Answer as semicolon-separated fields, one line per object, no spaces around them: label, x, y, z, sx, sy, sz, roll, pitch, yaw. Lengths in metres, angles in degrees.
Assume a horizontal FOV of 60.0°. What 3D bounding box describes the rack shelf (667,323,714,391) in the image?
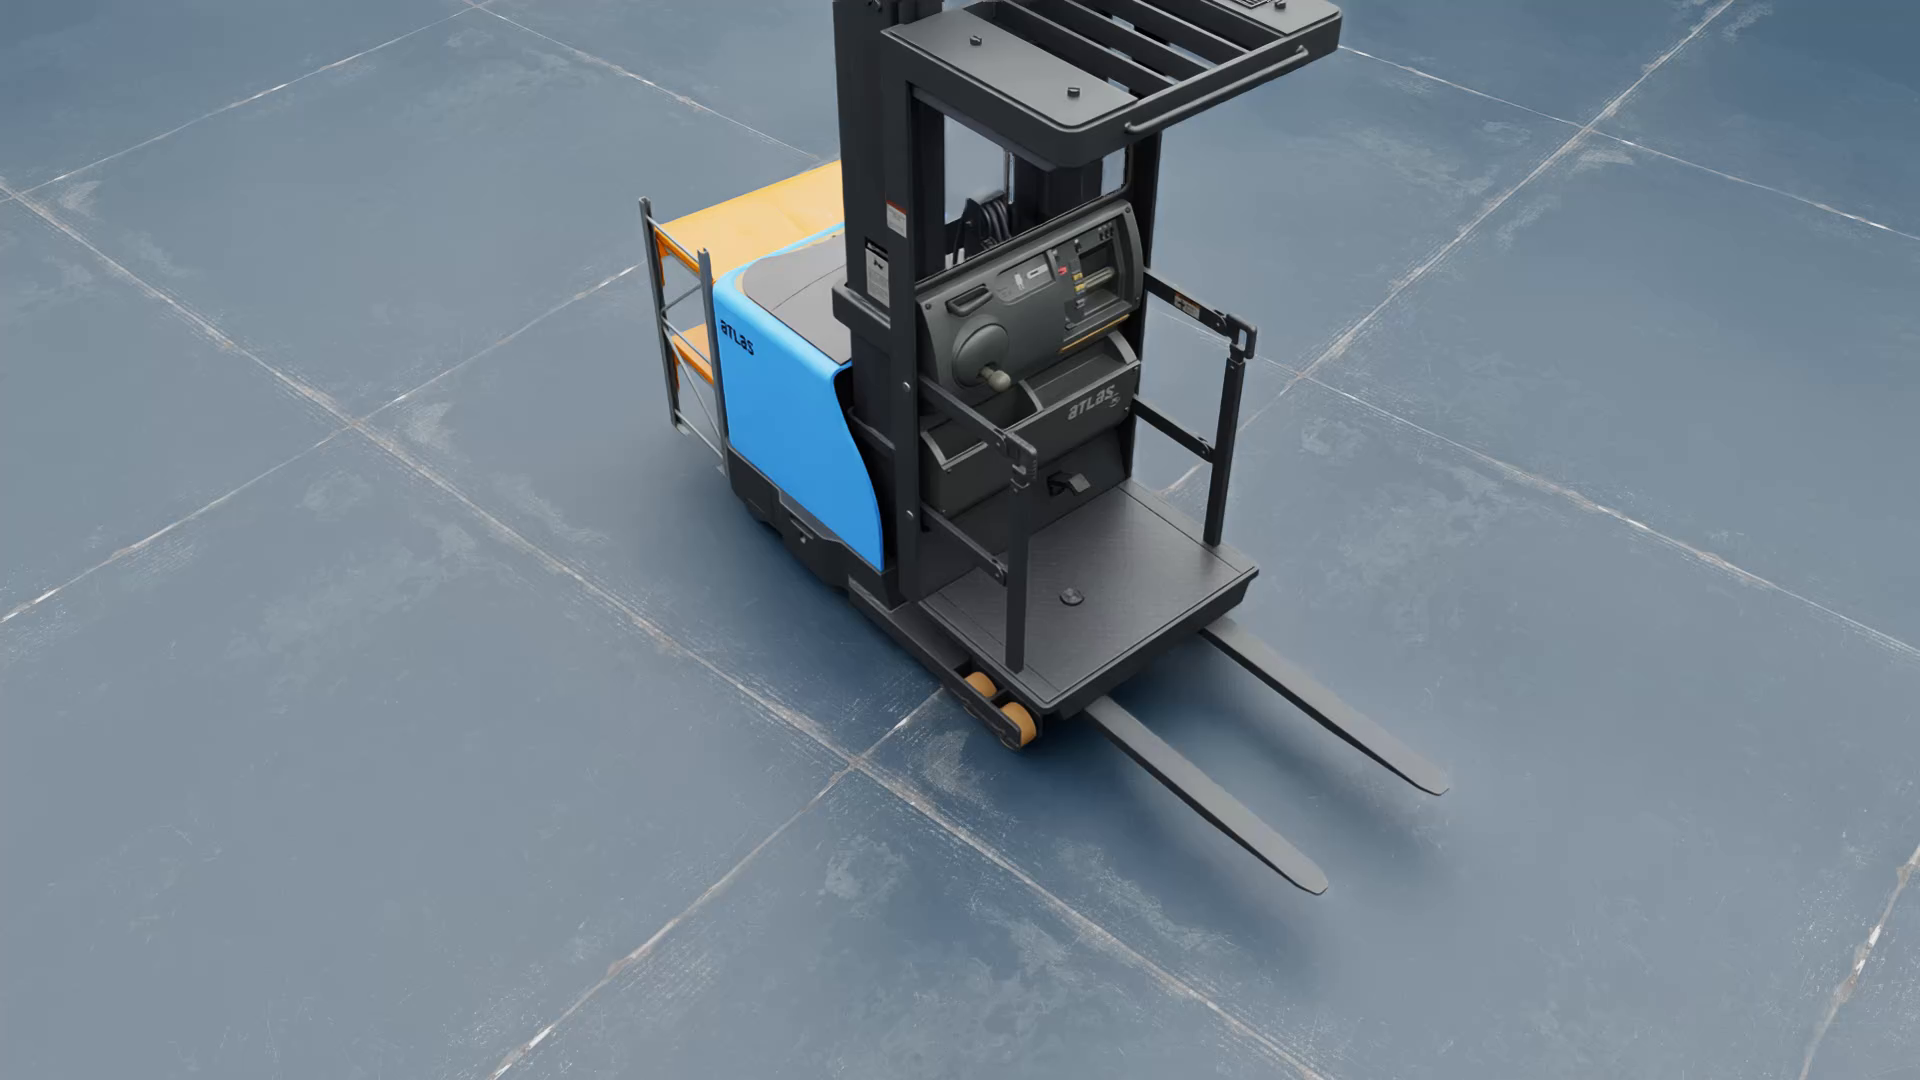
rack shelf;-0.702;-0.826;7.186;1.000;0.278;0.538;-27;49;-26

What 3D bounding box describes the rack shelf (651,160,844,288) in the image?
rack shelf;-0.702;-1.224;6.825;1.000;0.278;0.538;-27;49;-26

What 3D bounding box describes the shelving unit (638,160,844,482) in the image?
shelving unit;-0.702;-1.007;7.022;1.048;1.125;0.538;-27;49;-26

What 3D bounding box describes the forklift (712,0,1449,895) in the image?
forklift;0.390;-0.729;5.373;1.130;2.935;3.031;-30;50;-29

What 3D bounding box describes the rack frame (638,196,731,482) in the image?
rack frame;-1.108;-0.802;6.796;0.032;1.125;0.500;-27;49;-26
